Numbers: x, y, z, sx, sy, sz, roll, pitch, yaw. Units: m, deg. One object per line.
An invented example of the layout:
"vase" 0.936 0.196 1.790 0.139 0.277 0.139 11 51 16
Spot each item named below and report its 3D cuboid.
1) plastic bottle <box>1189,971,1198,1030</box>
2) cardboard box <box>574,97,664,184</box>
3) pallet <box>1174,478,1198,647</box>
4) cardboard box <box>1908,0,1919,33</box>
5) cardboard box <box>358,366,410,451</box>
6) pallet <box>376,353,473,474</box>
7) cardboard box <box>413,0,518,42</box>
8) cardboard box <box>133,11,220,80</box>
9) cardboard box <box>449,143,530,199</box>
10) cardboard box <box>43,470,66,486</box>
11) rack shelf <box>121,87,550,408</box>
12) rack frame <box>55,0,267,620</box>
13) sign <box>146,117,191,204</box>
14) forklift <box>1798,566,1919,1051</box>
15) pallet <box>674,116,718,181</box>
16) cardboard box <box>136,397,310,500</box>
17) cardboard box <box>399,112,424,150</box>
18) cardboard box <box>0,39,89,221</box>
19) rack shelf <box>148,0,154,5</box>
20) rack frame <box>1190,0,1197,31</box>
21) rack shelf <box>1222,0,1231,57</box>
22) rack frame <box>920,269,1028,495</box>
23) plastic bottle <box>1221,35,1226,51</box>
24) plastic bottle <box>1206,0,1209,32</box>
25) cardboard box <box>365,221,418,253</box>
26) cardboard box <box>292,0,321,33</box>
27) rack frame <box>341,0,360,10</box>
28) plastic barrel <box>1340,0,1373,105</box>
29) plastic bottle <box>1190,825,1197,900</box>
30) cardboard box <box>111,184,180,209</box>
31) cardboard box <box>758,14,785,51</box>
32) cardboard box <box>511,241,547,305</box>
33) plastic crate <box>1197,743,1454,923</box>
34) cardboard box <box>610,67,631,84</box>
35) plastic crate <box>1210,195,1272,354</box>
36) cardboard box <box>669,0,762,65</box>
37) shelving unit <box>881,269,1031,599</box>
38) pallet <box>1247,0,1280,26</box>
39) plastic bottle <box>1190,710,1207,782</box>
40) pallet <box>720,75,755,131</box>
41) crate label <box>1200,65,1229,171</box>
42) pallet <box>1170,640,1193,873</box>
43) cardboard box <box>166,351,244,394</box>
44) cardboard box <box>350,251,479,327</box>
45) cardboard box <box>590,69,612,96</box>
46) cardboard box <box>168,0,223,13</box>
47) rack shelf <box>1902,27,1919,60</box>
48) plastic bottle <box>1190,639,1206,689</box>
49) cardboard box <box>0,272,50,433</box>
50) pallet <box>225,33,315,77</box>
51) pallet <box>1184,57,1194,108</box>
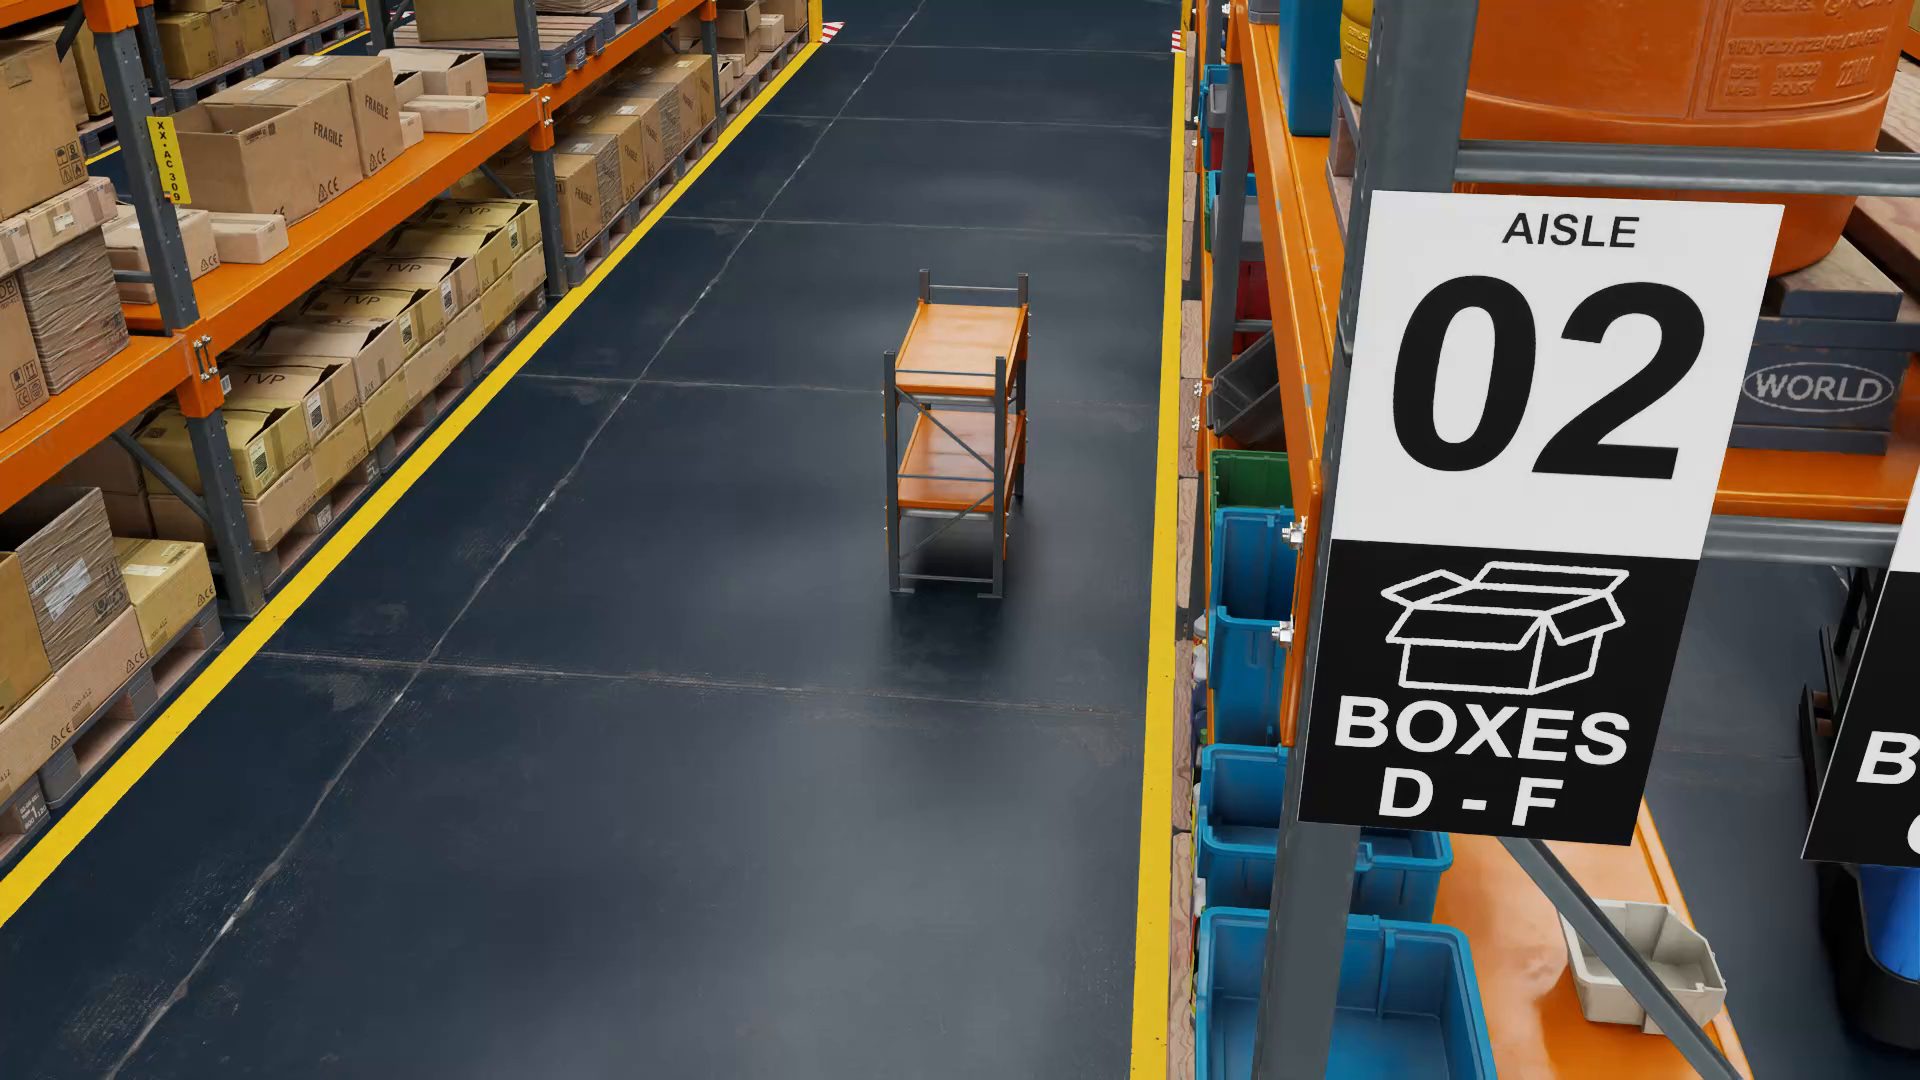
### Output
"plastic bottle" 0.702 1.285 4.689 0.097 0.201 0.097 0 28 0
"cardboard box" -2.500 -2.938 12.213 0.500 0.500 0.500 2 28 4
"pallet" 1.460 0.109 7.324 1.003 0.211 1.213 3 28 6
"cardboard box" 6.933 -3.829 11.590 0.500 0.500 0.500 3 28 6
"cardboard box" -3.093 -0.670 8.288 0.500 0.250 0.500 3 28 5
"pallet" -3.315 -0.733 8.888 1.003 0.211 1.213 3 28 6
"cardboard box" -3.058 -3.451 10.444 0.700 0.500 0.500 -6 29 -11
"cardboard box" -7.256 -4.518 15.167 0.700 0.500 0.500 4 29 7
"cardboard box" -3.141 -2.466 11.336 0.500 0.500 0.500 4 29 8
"cardboard box" -3.881 -0.140 6.513 0.500 0.500 0.500 3 28 6
"rack shelf" -3.268 -1.661 8.428 1.077 0.370 4.000 3 28 6
"rack frame" -3.513 -1.036 6.510 1.000 3.000 0.127 3 28 6
"sign" -2.962 -1.420 6.228 0.100 0.325 0.005 3 28 6
"forklift" 3.651 -0.353 5.314 1.130 2.935 3.031 10 30 18
"pallet" -2.595 -3.189 13.447 1.003 0.211 1.213 3 28 6
"cardboard box" -3.215 -0.437 7.264 0.500 0.311 0.500 3 29 6
"cardboard box" -3.123 -2.205 8.944 0.380 0.149 0.250 5 29 10
"cardboard box" -3.561 -1.442 5.790 0.700 0.500 0.500 3 29 6
"rack shelf" -7.205 -5.712 15.949 1.077 0.370 4.000 3 28 6
"rack frame" 2.873 -6.395 16.457 1.000 3.000 0.127 3 28 6
"rack shelf" 1.648 -2.692 7.179 1.077 0.370 4.000 3 28 6
"rack frame" 0.063 -0.738 7.933 0.500 1.125 0.032 3 28 6
"plastic bottle" 1.603 -3.041 10.368 0.097 0.271 0.097 0 28 0
"plastic bottle" 1.765 -3.662 11.520 0.097 0.271 0.097 0 28 0
"cardboard box" -3.435 -1.663 9.539 0.500 0.311 0.500 3 28 5
"cardboard box" -7.007 -5.484 16.960 0.700 0.500 0.500 3 28 6
"rack frame" -6.960 -6.971 17.526 1.000 3.000 0.127 3 28 6
"plastic barrel" 0.926 -0.996 2.632 0.600 0.588 0.600 0 28 0
"plastic bottle" 0.794 0.959 5.137 0.144 0.351 0.185 5 29 8
"cardboard box" -3.588 -1.401 7.330 0.396 0.266 0.258 3 28 5
"cardboard box" -2.011 -4.952 16.214 0.500 0.250 0.500 3 28 6
"cardboard box" -2.845 -1.631 10.072 0.500 0.250 0.500 4 29 7
"plastic crate" 0.762 0.644 3.549 0.499 0.251 0.408 3 28 6
"cardboard box" -2.888 -3.430 13.125 0.500 0.500 0.500 4 29 7
"plastic crate" 1.158 -1.020 6.413 0.402 0.464 0.583 3 28 6
"cardboard box" -2.308 -4.781 15.630 0.797 0.503 0.637 3 28 6
"shelving unit" 0.001 -0.498 7.489 0.538 1.125 1.048 3 28 6
"pallet" 1.411 -1.638 4.665 1.213 0.211 1.003 3 28 6
"plastic bottle" 0.869 0.671 5.671 0.144 0.351 0.185 2 28 4
"pallet" -2.448 -3.897 14.761 1.003 0.211 1.213 3 28 6
"crate label" 1.502 -2.193 8.620 0.502 0.435 0.616 3 28 6
"pallet" 1.279 0.795 6.052 1.003 0.211 1.213 3 28 6
"cardboard box" -3.691 -0.710 7.770 0.500 0.311 0.500 4 29 8
"cardboard box" -2.965 -1.397 9.045 0.500 0.311 0.500 3 28 6
"cardboard box" -2.957 -3.541 12.541 0.500 0.250 0.500 3 29 6
"cardboard box" -7.033 -4.954 15.292 0.380 0.149 0.250 4 29 8
"rack shelf" 7.053 -2.966 10.851 1.077 0.370 4.000 3 28 6
"plastic bottle" 0.916 0.464 6.212 0.097 0.201 0.097 0 28 0
"cardboard box" -3.619 -0.622 5.637 0.700 0.500 0.500 3 28 6
"pallet" -7.132 -4.789 16.417 1.003 0.211 1.213 3 28 6
"pallet" 2.581 -4.209 15.339 1.003 0.211 1.213 3 28 6
